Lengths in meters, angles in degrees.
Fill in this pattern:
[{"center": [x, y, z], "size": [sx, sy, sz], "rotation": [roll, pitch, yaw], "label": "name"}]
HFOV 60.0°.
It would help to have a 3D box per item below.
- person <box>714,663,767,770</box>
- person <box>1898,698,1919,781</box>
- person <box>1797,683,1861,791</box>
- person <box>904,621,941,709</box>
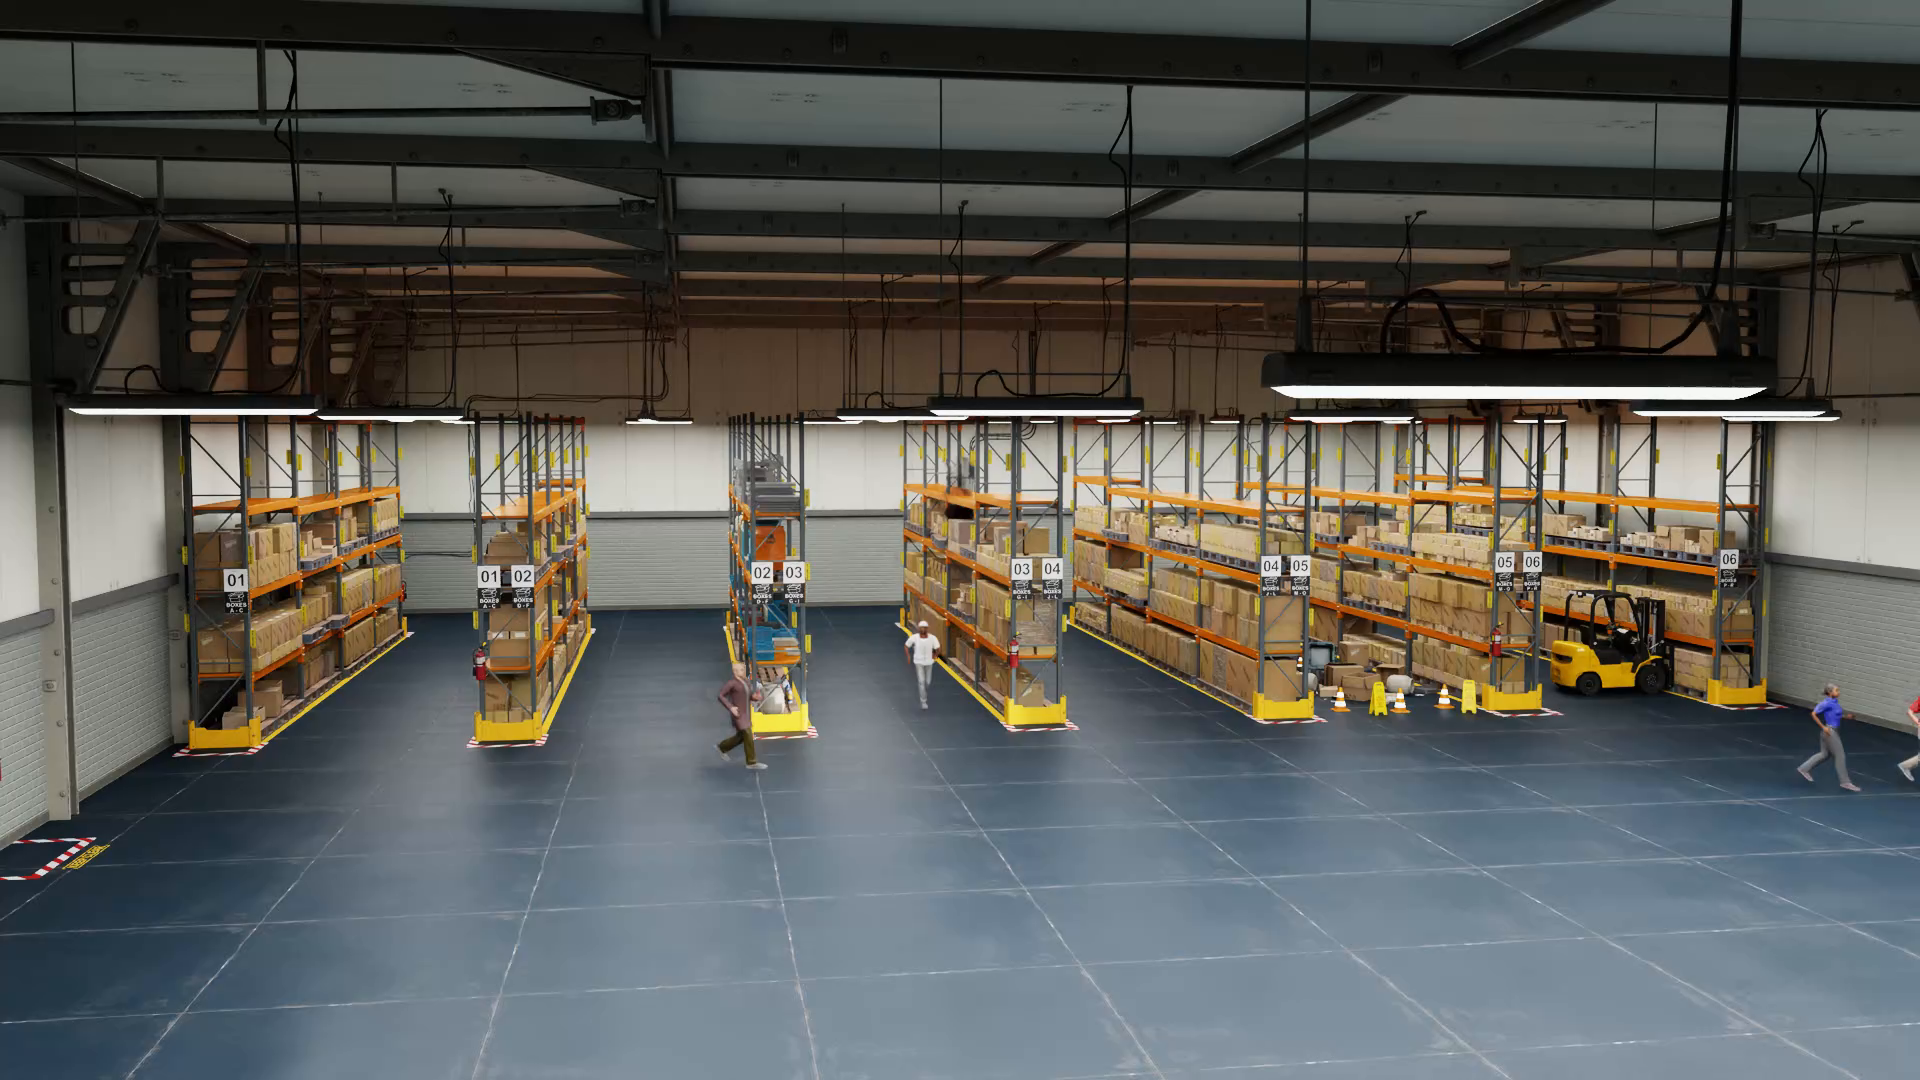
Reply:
[{"center": [-3.684, 2.940, 27.790], "size": [1.034, 1.743, 0.714], "rotation": [1, 4, 18], "label": "person"}, {"center": [15.301, 3.069, 26.218], "size": [0.671, 1.700, 0.942], "rotation": [-3, 5, -40], "label": "person"}, {"center": [13.748, 3.086, 26.282], "size": [0.935, 1.653, 0.572], "rotation": [3, 5, 36], "label": "person"}, {"center": [-0.752, 2.518, 33.961], "size": [0.723, 1.751, 0.959], "rotation": [-1, 4, -13], "label": "person"}]
